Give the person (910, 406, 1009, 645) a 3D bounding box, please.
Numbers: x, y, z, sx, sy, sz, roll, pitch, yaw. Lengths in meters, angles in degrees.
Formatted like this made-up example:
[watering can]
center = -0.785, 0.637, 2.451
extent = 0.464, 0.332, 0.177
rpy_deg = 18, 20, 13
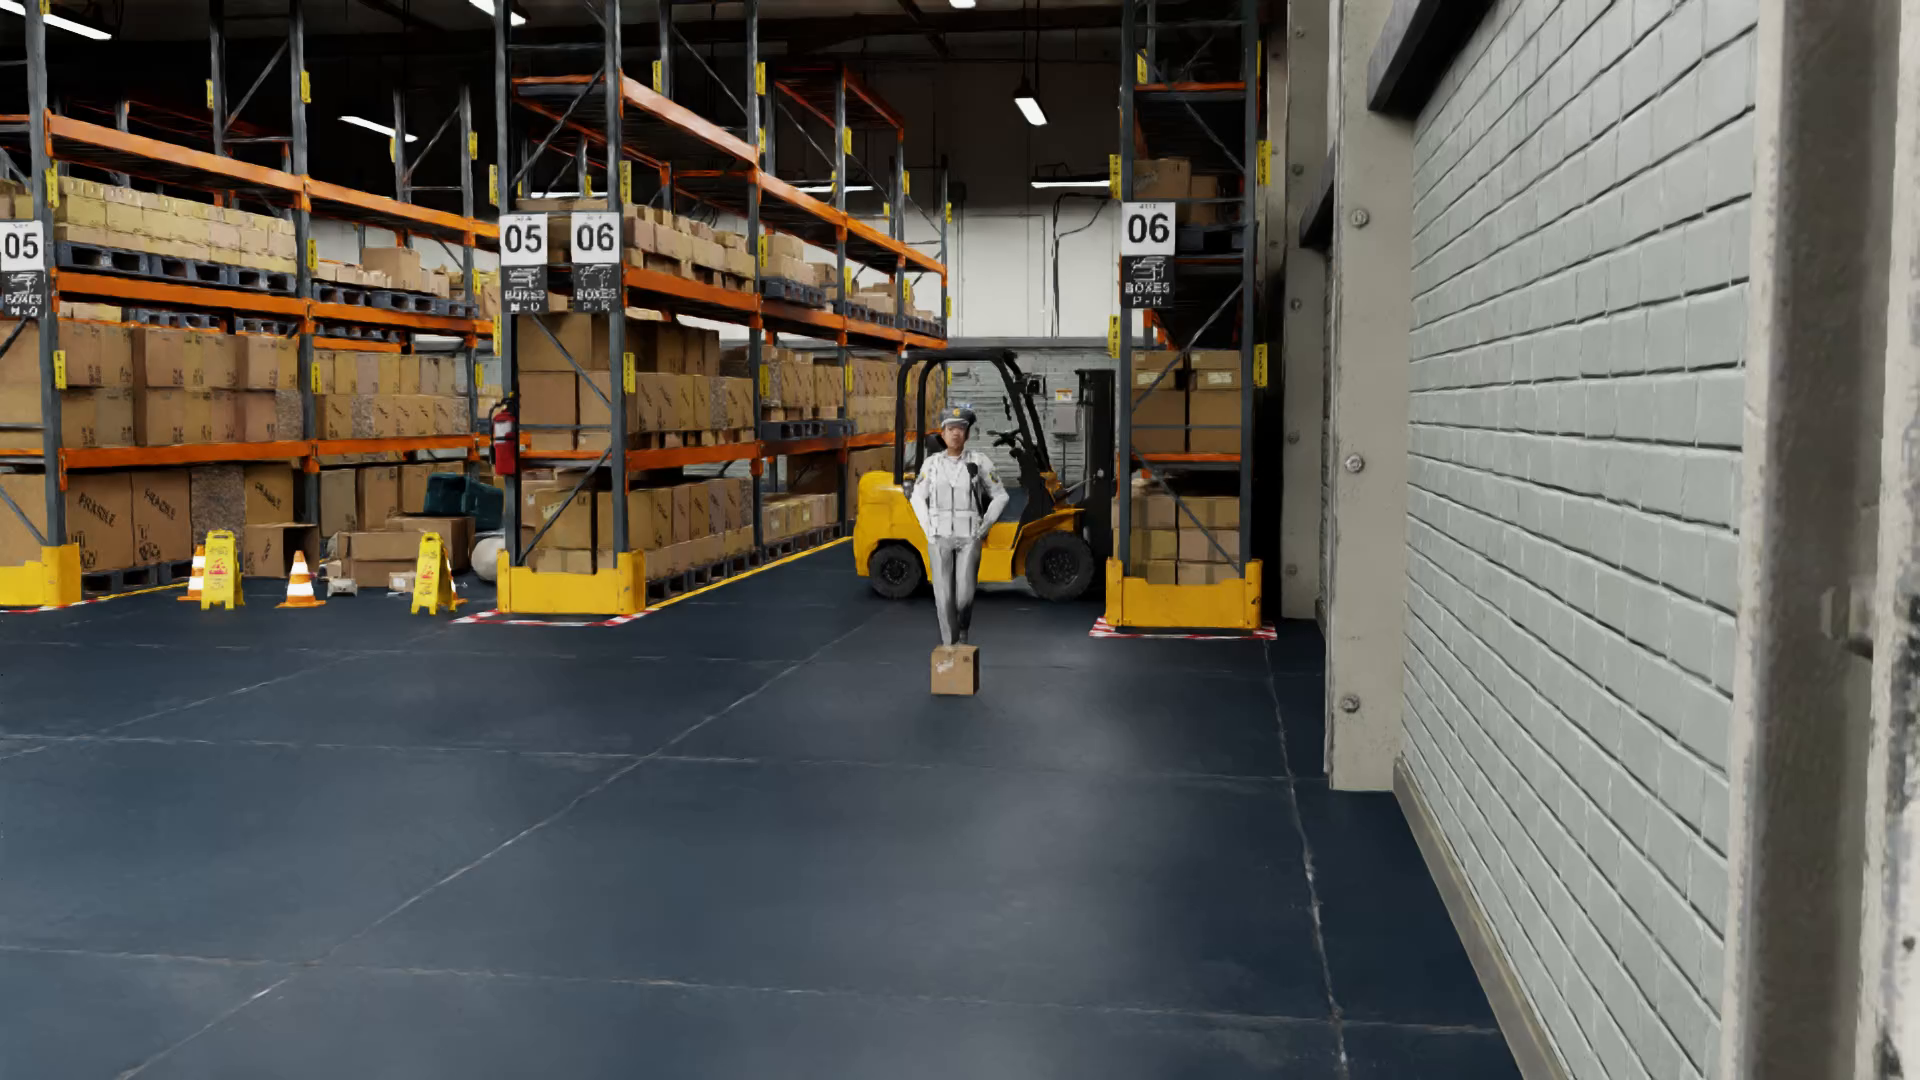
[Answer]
[person]
center = -0.013, -0.009, 10.453
extent = 0.635, 1.662, 0.598
rpy_deg = 1, 5, 8
